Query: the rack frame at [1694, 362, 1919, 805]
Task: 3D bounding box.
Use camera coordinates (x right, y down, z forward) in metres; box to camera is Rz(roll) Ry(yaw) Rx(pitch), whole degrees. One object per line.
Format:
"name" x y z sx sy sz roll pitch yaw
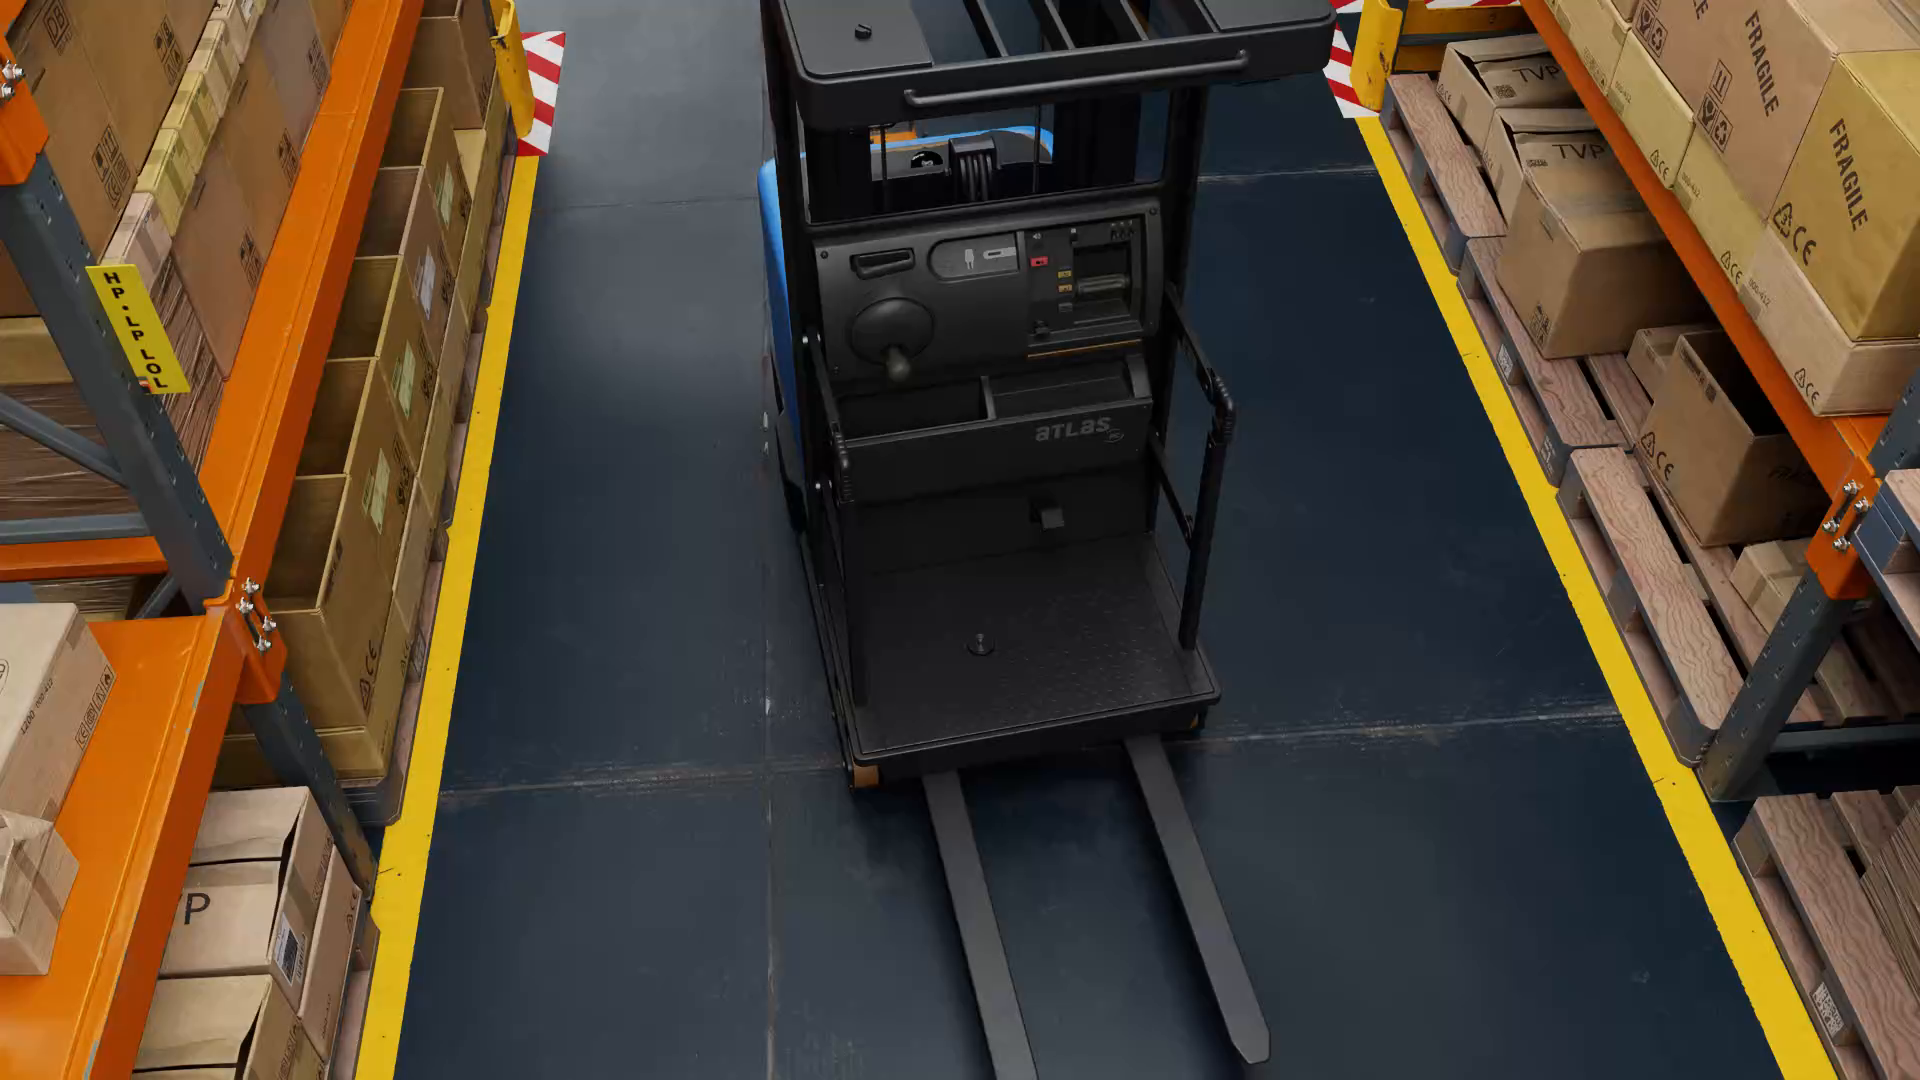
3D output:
"rack frame" 2.747 -0.311 3.979 1.000 3.000 0.127 -3 47 -3

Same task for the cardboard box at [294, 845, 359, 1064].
"cardboard box" -1.865 1.076 4.269 0.500 0.250 0.500 -4 47 -4

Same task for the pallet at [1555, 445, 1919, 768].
"pallet" 2.656 0.164 5.449 1.003 0.211 1.213 -3 47 -3

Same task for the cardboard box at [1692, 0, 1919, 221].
"cardboard box" 2.352 -1.208 4.401 0.500 0.500 0.500 -4 47 -4

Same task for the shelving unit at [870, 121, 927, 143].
"shelving unit" -0.235 -1.085 6.055 0.215 1.050 0.252 -9 47 -8

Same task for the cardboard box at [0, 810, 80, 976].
"cardboard box" -1.932 0.664 3.148 0.396 0.266 0.258 -5 47 -4

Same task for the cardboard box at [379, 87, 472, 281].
"cardboard box" -2.084 -1.265 5.971 0.500 0.500 0.500 -3 47 -3

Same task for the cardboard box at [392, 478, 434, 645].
"cardboard box" -1.962 0.078 5.215 0.500 0.250 0.500 -3 47 -3

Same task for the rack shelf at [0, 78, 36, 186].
"rack shelf" -2.022 0.656 1.492 1.077 0.370 4.000 -3 47 -3

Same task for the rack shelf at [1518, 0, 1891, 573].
"rack shelf" 2.580 -1.511 5.610 1.077 0.370 4.000 -3 47 -3

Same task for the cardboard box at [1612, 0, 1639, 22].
"cardboard box" 2.276 -1.949 5.103 0.500 0.500 0.500 -2 47 -2

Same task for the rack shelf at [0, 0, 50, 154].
"rack shelf" -2.356 -2.238 4.233 1.077 0.370 4.000 -3 47 -3

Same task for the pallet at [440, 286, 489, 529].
"pallet" -2.319 -0.511 6.088 1.003 0.211 1.213 -3 47 -3

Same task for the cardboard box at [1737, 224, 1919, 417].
"cardboard box" 2.405 -0.590 4.333 0.500 0.250 0.500 -3 47 -3

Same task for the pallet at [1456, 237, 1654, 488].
"pallet" 2.550 -0.721 6.287 1.003 0.211 1.213 -3 47 -3

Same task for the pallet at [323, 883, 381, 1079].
"pallet" -2.088 1.482 4.201 1.003 0.211 1.213 -3 47 -3

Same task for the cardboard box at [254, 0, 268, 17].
"cardboard box" -2.152 -1.591 4.675 0.380 0.149 0.250 -4 47 -4

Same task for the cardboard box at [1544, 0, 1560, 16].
"cardboard box" 2.231 -2.044 5.710 0.500 0.250 0.500 -4 47 -4

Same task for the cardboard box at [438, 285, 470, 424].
"cardboard box" -2.047 -0.646 5.900 0.500 0.250 0.500 -3 47 -3

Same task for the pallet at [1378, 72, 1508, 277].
"pallet" 2.451 -1.601 7.121 1.003 0.211 1.213 -3 47 -3

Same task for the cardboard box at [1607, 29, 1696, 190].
"cardboard box" 2.314 -1.314 5.018 0.500 0.250 0.500 -4 47 -4

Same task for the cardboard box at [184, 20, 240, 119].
"cardboard box" -2.105 -1.210 4.314 0.380 0.149 0.250 -5 47 -5

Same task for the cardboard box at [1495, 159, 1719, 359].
"cardboard box" 2.440 -1.044 6.092 0.700 0.500 0.500 -6 47 -6

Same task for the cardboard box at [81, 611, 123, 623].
"cardboard box" -2.446 0.472 4.842 0.500 0.250 0.500 -3 47 -3

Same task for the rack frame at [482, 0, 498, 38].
"rack frame" -2.524 -2.901 6.432 1.000 3.000 0.127 -3 47 -3

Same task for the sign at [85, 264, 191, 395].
"sign" -1.649 -0.418 3.337 0.100 0.325 0.005 -3 47 -3

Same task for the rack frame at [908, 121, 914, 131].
"rack frame" -0.261 -1.172 6.137 0.200 1.050 0.008 -9 47 -8

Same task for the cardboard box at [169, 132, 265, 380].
"cardboard box" -2.283 -0.743 4.319 0.700 0.500 0.500 -4 47 -4

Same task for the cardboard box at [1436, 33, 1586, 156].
"cardboard box" 2.380 -1.926 7.057 0.500 0.311 0.500 -8 47 -8

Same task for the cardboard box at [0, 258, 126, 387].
"cardboard box" -2.018 -0.471 3.614 0.380 0.149 0.250 -4 47 -3

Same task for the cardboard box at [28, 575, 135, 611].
"cardboard box" -2.476 -0.149 4.913 0.500 0.500 0.500 -3 47 -3

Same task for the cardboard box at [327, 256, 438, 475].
"cardboard box" -2.000 -0.542 5.285 0.500 0.500 0.500 -3 47 -3

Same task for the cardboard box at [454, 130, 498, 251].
"cardboard box" -2.131 -1.369 6.585 0.500 0.250 0.500 -3 47 -3

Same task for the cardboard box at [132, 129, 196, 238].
"cardboard box" -2.063 -0.839 3.963 0.380 0.149 0.250 -5 47 -4

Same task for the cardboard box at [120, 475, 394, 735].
"cardboard box" -1.916 0.182 4.600 0.500 0.500 0.500 -3 47 -3

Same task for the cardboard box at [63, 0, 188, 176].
"cardboard box" -2.276 -1.174 3.833 0.700 0.500 0.500 -4 47 -3

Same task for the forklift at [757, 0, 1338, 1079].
"forklift" 0.134 -0.563 4.265 1.130 2.935 3.031 -9 47 -8

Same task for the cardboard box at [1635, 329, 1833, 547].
"cardboard box" 2.620 -0.351 5.435 0.500 0.500 0.500 -7 47 -6

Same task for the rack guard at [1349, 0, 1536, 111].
"rack guard" 2.419 -2.290 7.575 1.175 0.500 0.348 -3 47 -3

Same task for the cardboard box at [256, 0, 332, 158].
"cardboard box" -2.365 -1.477 5.014 0.700 0.500 0.500 -2 47 -2

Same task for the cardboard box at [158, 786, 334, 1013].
"cardboard box" -1.869 0.877 4.072 0.500 0.311 0.500 -3 47 -3
